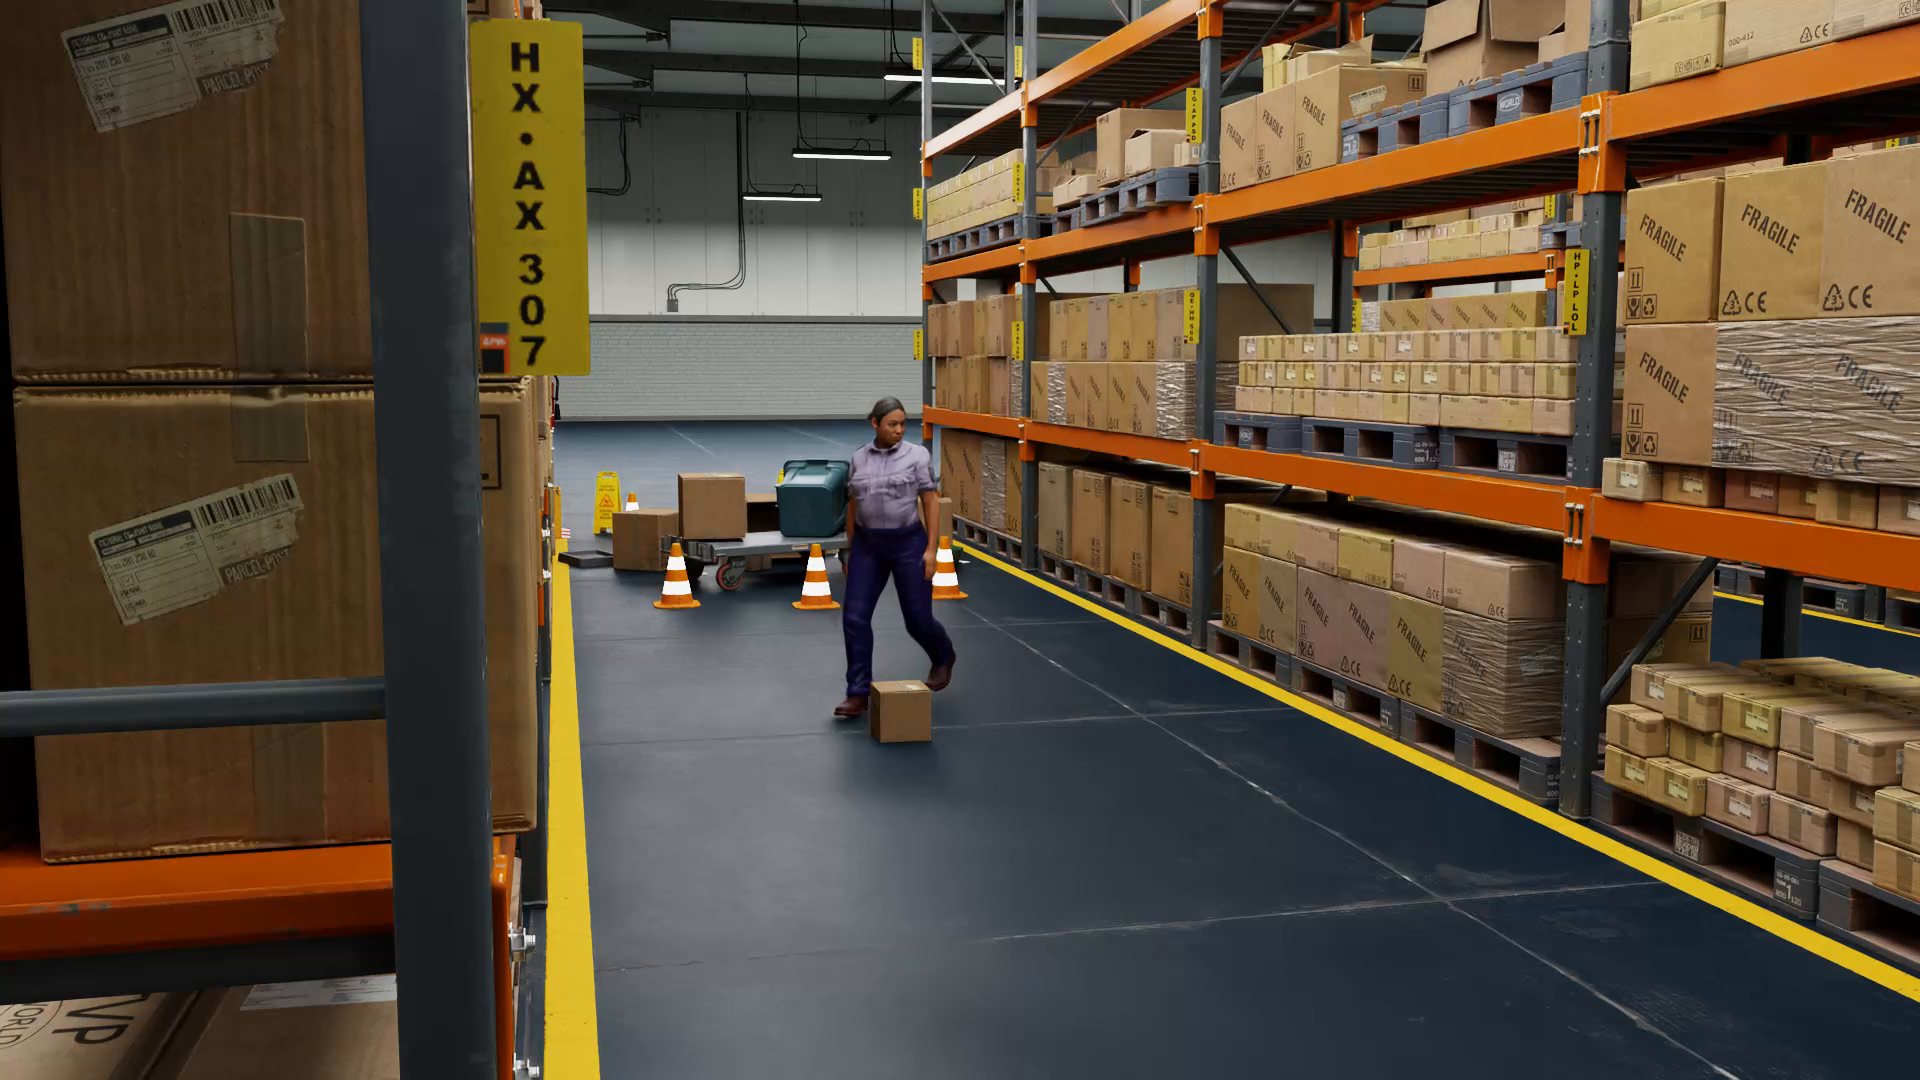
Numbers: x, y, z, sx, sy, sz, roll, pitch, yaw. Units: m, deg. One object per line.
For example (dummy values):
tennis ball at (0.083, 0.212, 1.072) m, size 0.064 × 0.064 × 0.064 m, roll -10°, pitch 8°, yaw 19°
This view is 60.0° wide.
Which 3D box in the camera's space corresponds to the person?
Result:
person at (-0.355, 0.064, 8.630) m, size 0.509 × 1.618 × 0.767 m, roll 2°, pitch 7°, yaw 17°
